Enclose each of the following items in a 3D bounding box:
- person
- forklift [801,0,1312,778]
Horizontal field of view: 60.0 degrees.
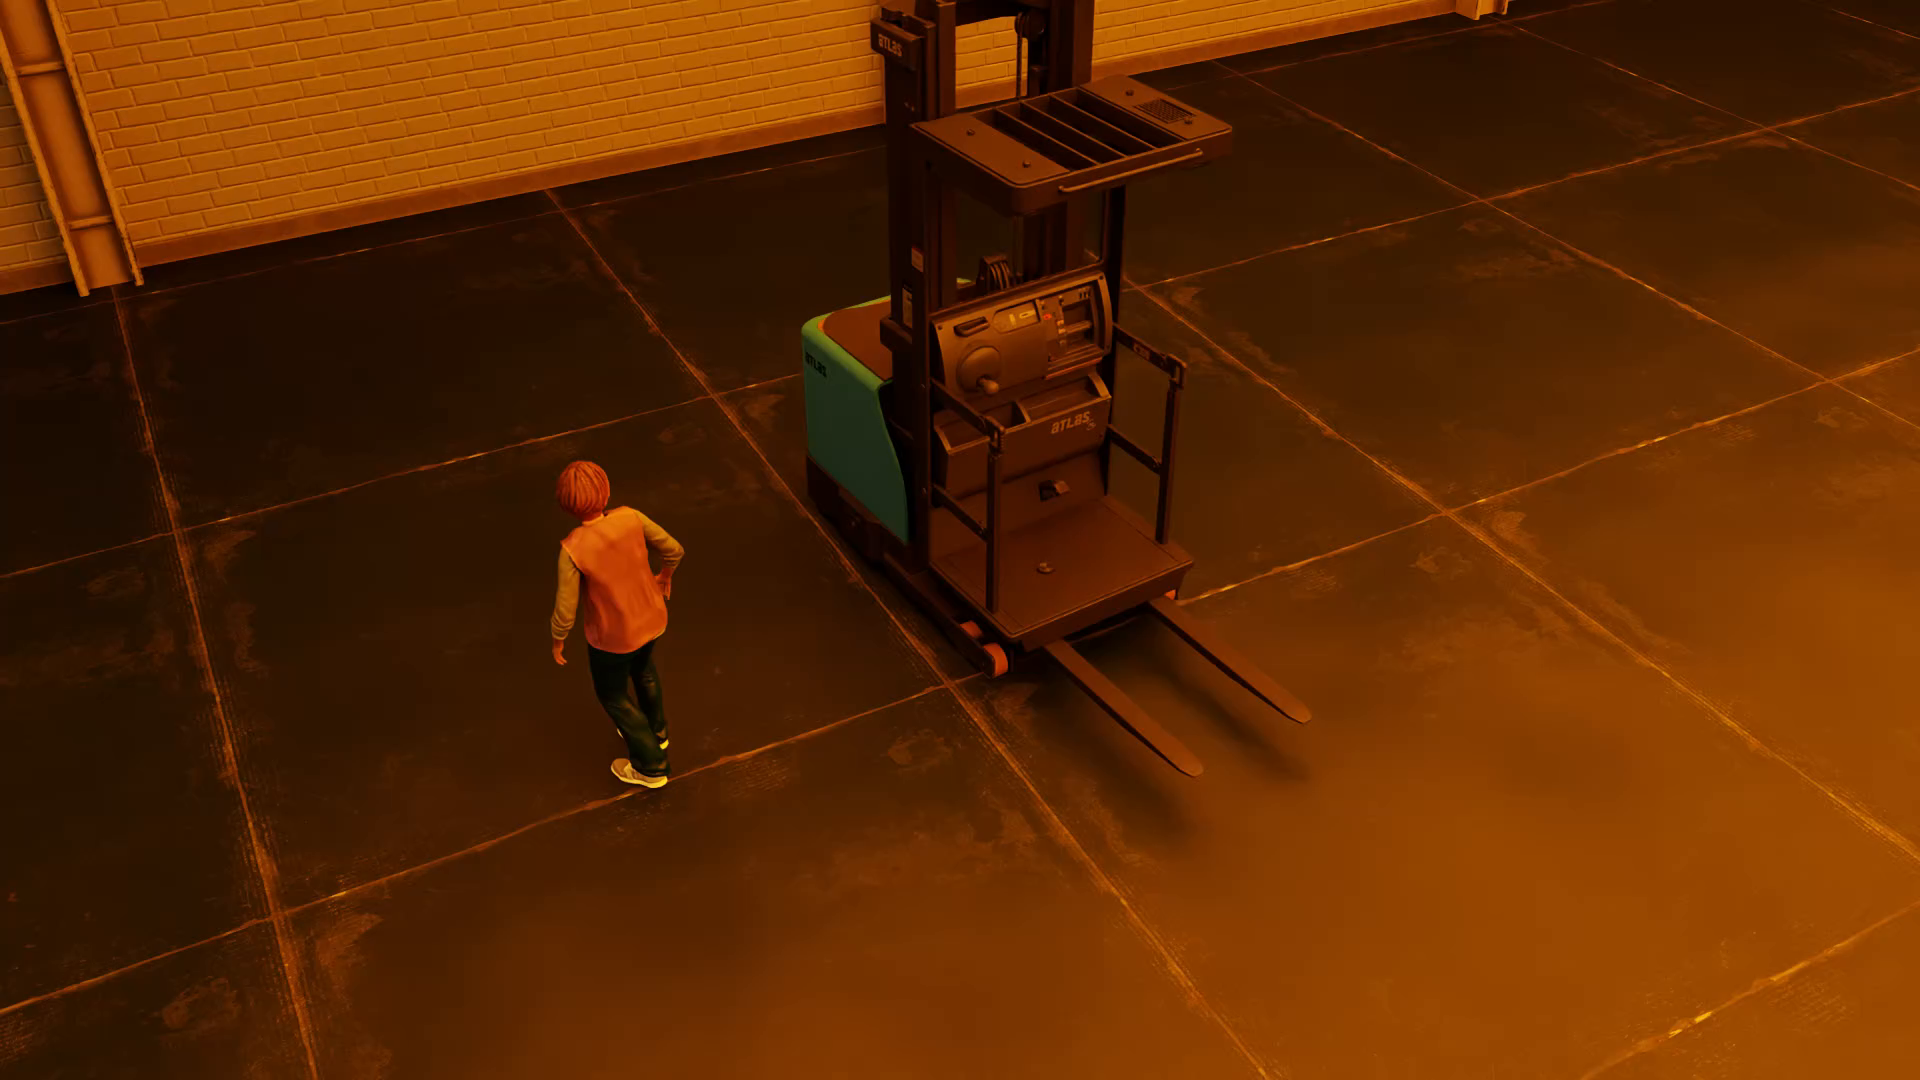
[{"bbox_3d":[-1.427,0.348,6.810,0.453,1.578,0.624,25,42,30],"label":"person"},{"bbox_3d":[0.413,-0.867,7.350,1.130,2.935,3.031,-21,40,-27],"label":"forklift"}]
